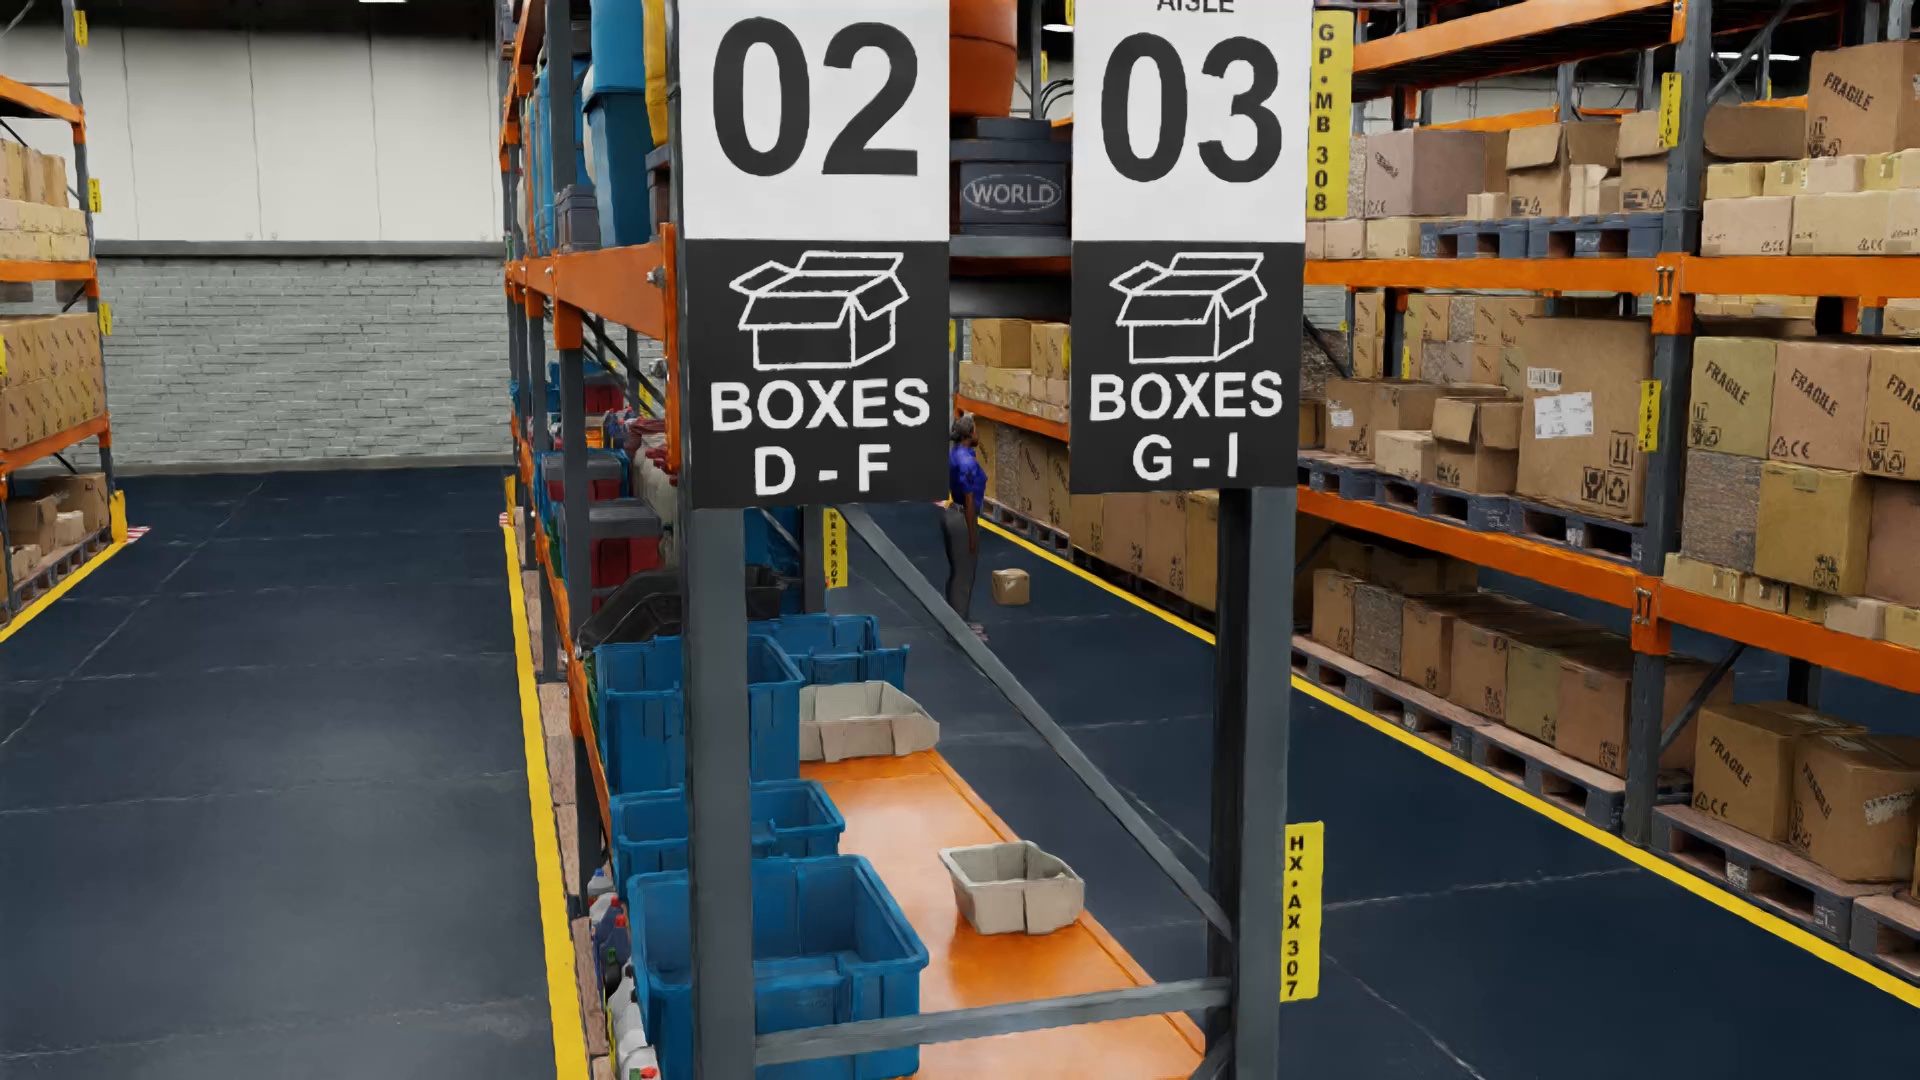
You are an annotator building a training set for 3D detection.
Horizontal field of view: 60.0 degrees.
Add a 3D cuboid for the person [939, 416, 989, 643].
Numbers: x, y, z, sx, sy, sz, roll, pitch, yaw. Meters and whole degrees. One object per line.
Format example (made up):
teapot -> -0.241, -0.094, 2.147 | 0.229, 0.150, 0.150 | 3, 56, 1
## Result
person -> 0.043, -0.091, 12.314 | 0.355, 1.664, 0.489 | -3, 10, -15
